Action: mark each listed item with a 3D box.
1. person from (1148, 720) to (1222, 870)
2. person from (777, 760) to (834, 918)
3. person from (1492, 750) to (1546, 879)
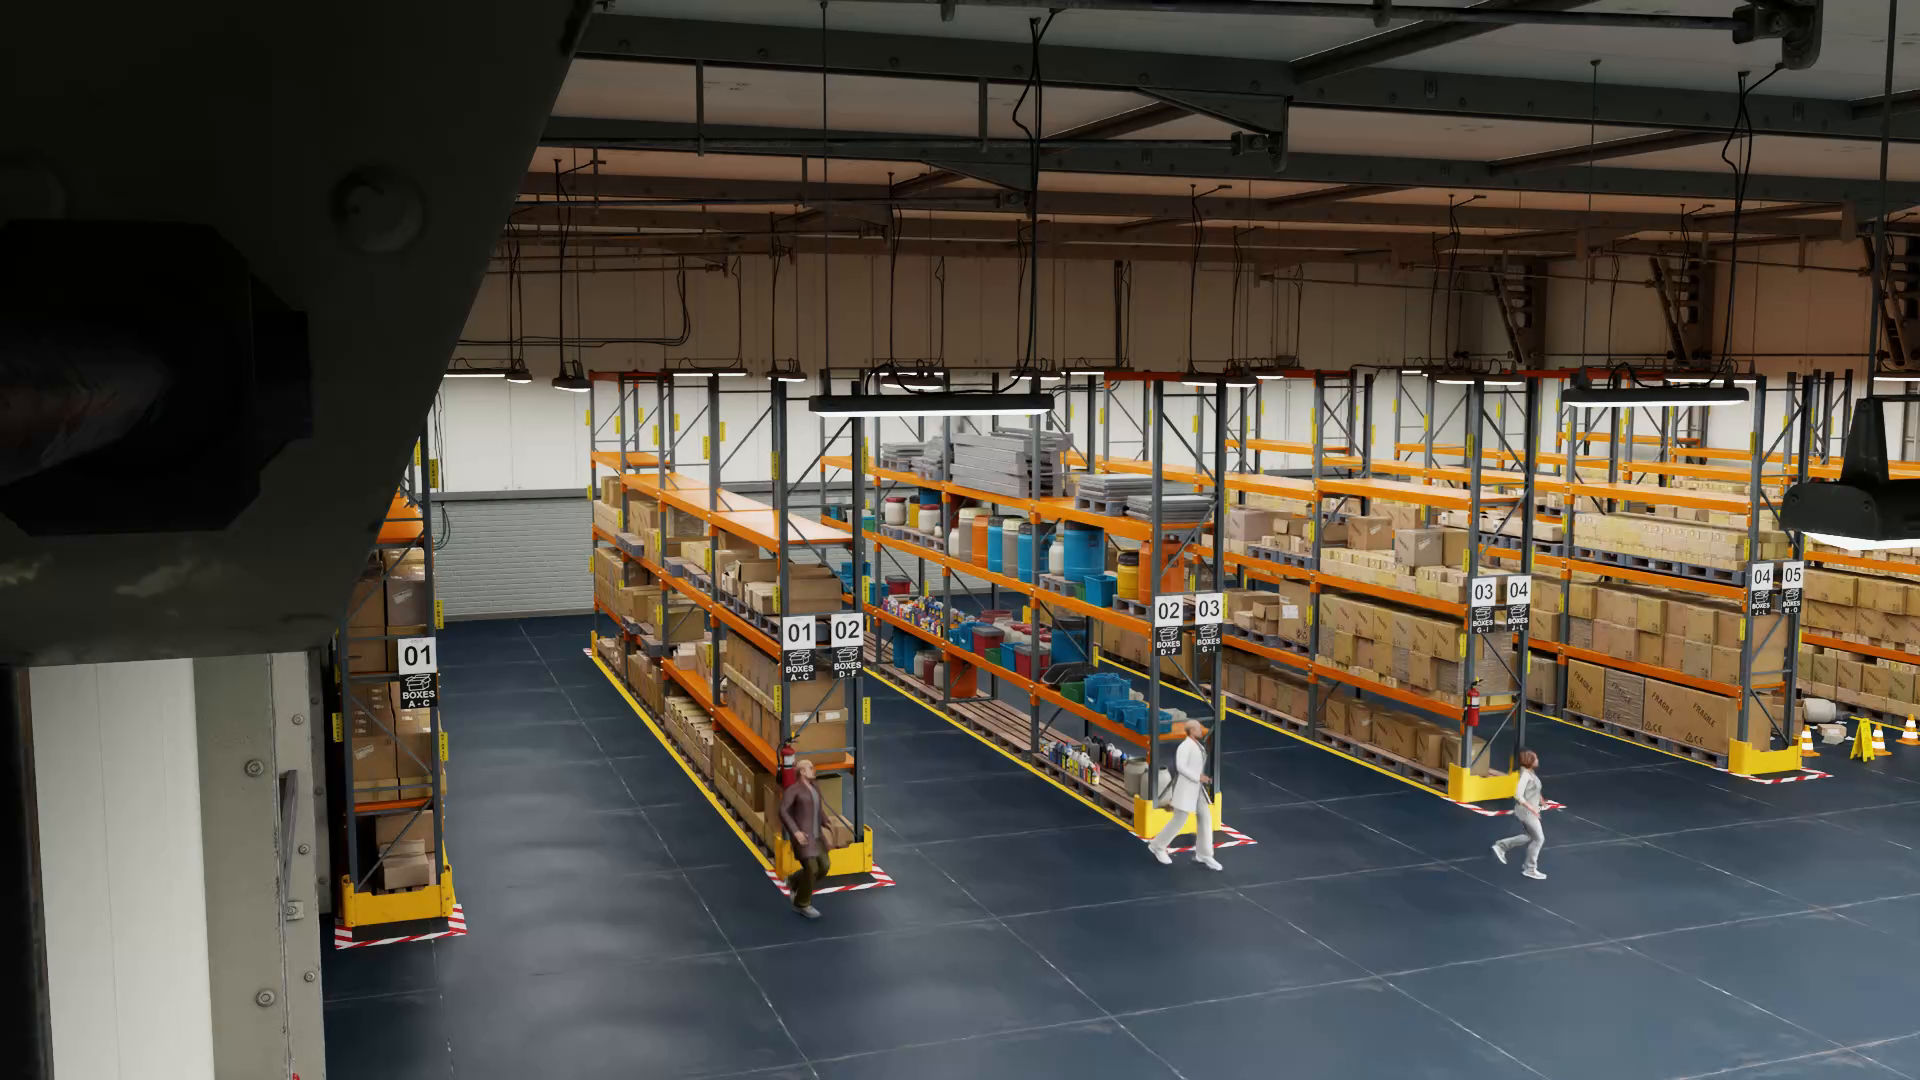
[{"bbox_3d":[2.896,3.136,20.702,0.889,1.795,0.770,3,7,26],"label":"person"},{"bbox_3d":[-1.742,3.347,18.945,0.570,1.667,0.773,4,7,31],"label":"person"},{"bbox_3d":[6.802,3.317,20.179,0.623,1.580,0.539,2,7,16],"label":"person"}]
